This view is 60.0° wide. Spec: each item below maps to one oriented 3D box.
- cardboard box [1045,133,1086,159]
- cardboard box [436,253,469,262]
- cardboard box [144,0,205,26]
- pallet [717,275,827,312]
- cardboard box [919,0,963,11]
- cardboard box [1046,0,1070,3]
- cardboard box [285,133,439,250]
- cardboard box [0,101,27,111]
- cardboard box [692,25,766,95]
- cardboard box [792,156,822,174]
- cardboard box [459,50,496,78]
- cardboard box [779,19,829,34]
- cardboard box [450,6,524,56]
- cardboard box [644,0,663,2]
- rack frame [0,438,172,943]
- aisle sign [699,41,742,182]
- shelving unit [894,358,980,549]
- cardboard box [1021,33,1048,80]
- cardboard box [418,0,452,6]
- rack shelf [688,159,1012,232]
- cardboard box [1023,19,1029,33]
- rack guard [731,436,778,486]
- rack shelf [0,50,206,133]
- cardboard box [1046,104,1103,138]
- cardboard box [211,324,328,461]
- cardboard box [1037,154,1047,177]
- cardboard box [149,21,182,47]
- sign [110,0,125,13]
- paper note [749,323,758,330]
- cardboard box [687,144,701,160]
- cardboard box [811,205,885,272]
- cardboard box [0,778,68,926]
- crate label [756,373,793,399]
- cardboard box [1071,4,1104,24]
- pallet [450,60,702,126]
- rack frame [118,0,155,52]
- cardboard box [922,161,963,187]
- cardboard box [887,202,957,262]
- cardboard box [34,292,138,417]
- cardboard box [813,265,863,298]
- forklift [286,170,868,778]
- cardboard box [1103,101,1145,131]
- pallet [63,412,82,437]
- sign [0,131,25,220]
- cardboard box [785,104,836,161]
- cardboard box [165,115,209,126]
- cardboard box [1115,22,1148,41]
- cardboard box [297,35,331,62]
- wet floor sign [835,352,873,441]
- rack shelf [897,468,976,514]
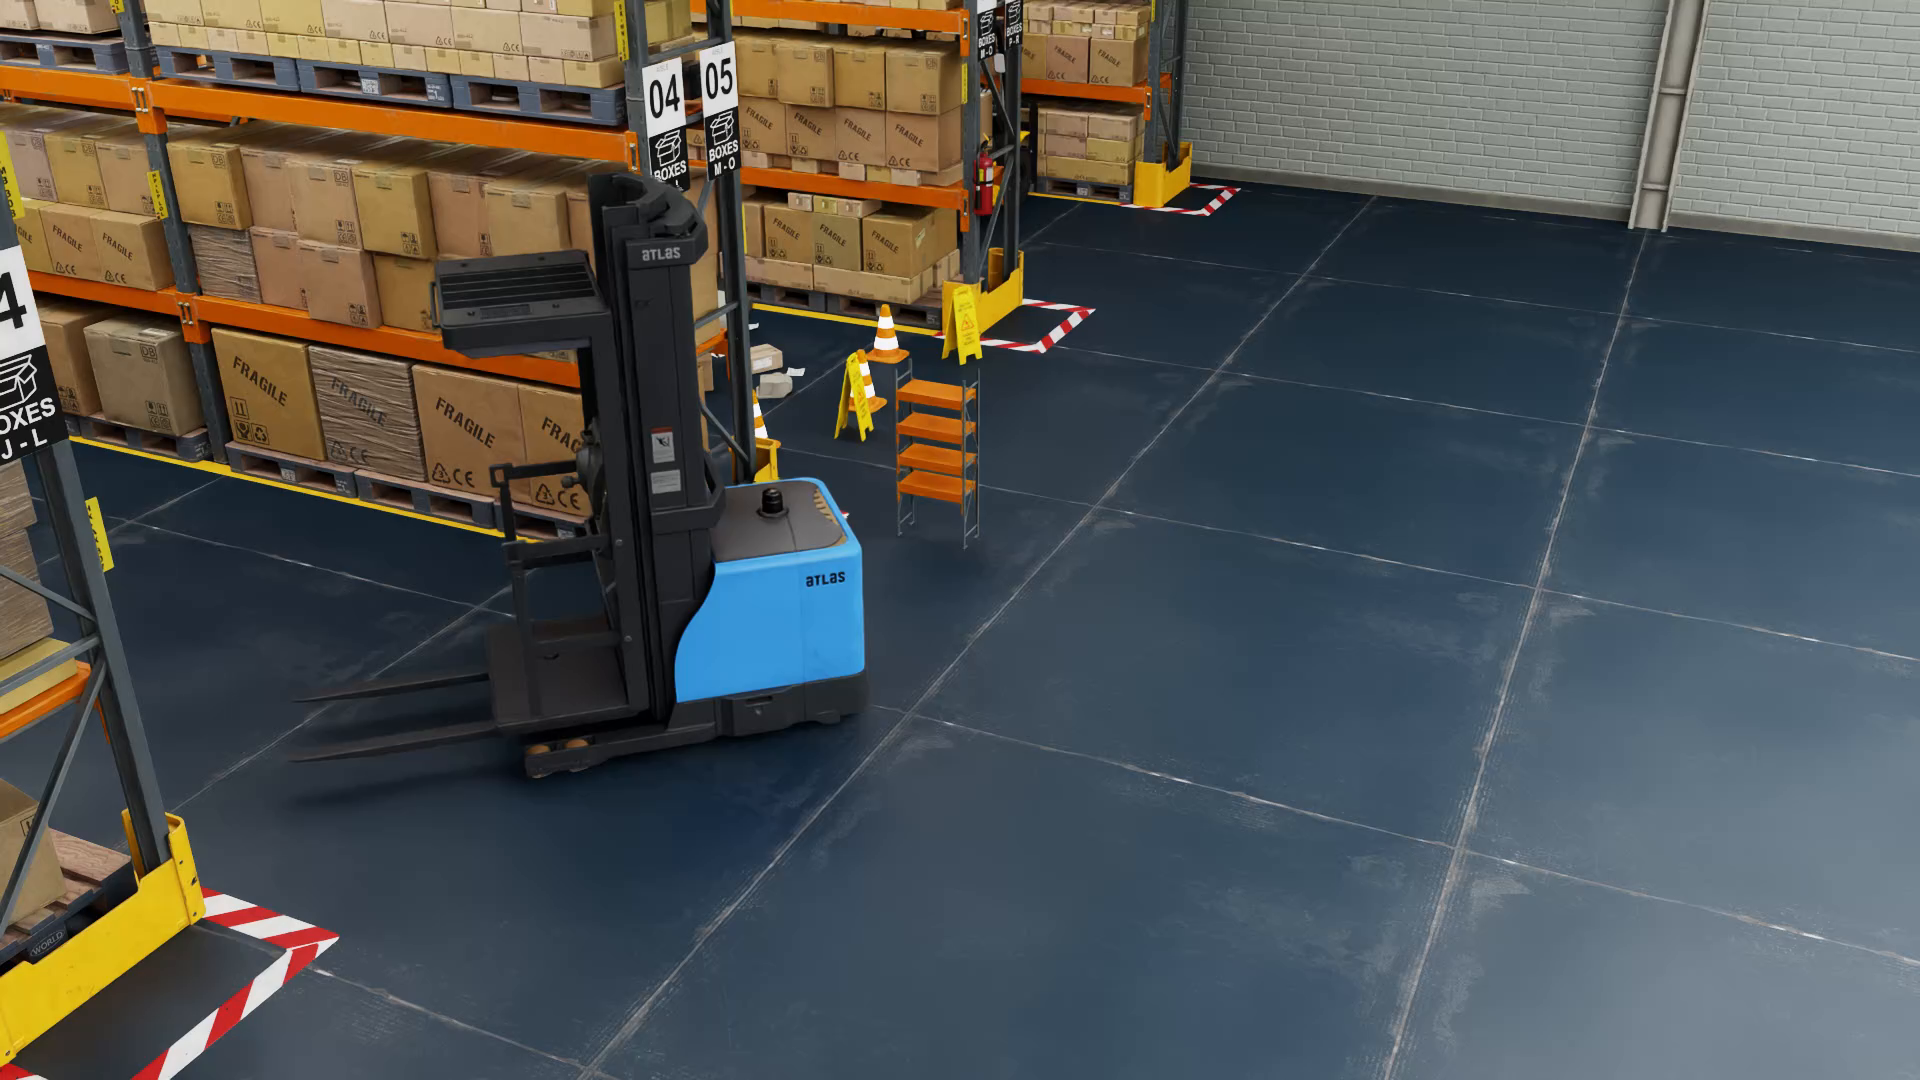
[{"bbox_3d":[1.314,-4.626,19.322,0.500,0.250,0.500,11,28,21],"label":"cardboard box"},{"bbox_3d":[-2.994,-1.744,11.227,0.550,0.550,0.875,11,28,22],"label":"cardboard box"},{"bbox_3d":[-4.982,-3.557,10.927,0.500,0.250,0.500,12,28,22],"label":"cardboard box"},{"bbox_3d":[-1.613,-2.541,16.171,1.213,0.211,1.003,11,28,22],"label":"pallet"},{"bbox_3d":[-0.153,-4.577,14.039,0.250,0.149,0.380,11,28,22],"label":"cardboard box"},{"bbox_3d":[1.182,-6.198,19.258,0.250,0.149,0.380,12,29,23],"label":"cardboard box"},{"bbox_3d":[-4.006,-2.376,11.289,0.550,0.550,0.875,11,28,22],"label":"cardboard box"},{"bbox_3d":[-7.619,-3.068,12.840,0.500,0.500,0.700,11,28,21],"label":"cardboard box"},{"bbox_3d":[-2.141,-4.377,15.162,0.500,0.500,0.700,11,28,21],"label":"cardboard box"},{"bbox_3d":[-1.335,-3.467,15.180,0.250,0.149,0.380,11,28,21],"label":"cardboard box"},{"bbox_3d":[-2.806,-2.913,10.070,0.250,0.149,0.380,12,29,22],"label":"cardboard box"},{"bbox_3d":[-1.855,-6.263,20.179,0.500,0.250,0.500,11,28,21],"label":"cardboard box"},{"bbox_3d":[-2.686,-3.097,9.992,0.500,0.250,0.500,11,28,22],"label":"cardboard box"},{"bbox_3d":[-1.842,-3.395,10.148,0.250,0.149,0.380,12,29,22],"label":"cardboard box"},{"bbox_3d":[-3.815,0.593,6.649,0.127,3.000,1.000,11,28,22],"label":"rack frame"},{"bbox_3d":[-1.481,-2.656,10.307,0.004,0.787,0.394,11,28,22],"label":"aisle sign"},{"bbox_3d":[-0.151,-0.569,11.046,0.503,1.200,0.258,11,28,22],"label":"shelving unit"},{"bbox_3d":[0.847,-5.609,19.134,0.500,0.500,0.500,11,28,21],"label":"cardboard box"},{"bbox_3d":[-3.040,-3.318,9.990,0.250,0.149,0.380,11,28,22],"label":"cardboard box"},{"bbox_3d":[-1.533,-3.434,15.644,4.000,0.370,1.077,11,28,22],"label":"rack shelf"},{"bbox_3d":[0.729,-5.899,18.988,0.250,0.149,0.380,12,28,22],"label":"cardboard box"},{"bbox_3d":[-1.648,-0.257,11.205,0.348,0.500,1.175,11,28,22],"label":"rack guard"},{"bbox_3d":[-7.131,-3.502,12.387,4.000,0.370,1.077,11,28,22],"label":"rack shelf"},{"bbox_3d":[1.323,-4.841,19.192,0.500,0.250,0.500,12,29,23],"label":"cardboard box"},{"bbox_3d":[-4.767,-1.206,12.233,0.875,0.875,0.875,12,29,23],"label":"cardboard box"},{"bbox_3d":[0.880,-4.491,19.614,0.500,0.250,0.500,12,29,22],"label":"cardboard box"},{"bbox_3d":[-5.120,-3.377,11.013,0.250,0.149,0.380,11,28,21],"label":"cardboard box"},{"bbox_3d":[-5.527,-3.613,10.854,0.005,0.325,0.100,11,28,22],"label":"sign"},{"bbox_3d":[-1.921,-1.952,15.181,0.148,0.019,0.142,2,26,4],"label":"paper note"},{"bbox_3d":[-2.483,-3.703,15.659,0.250,0.149,0.380,12,29,23],"label":"cardboard box"},{"bbox_3d":[-1.026,-2.818,15.367,0.500,0.500,0.500,12,29,24],"label":"cardboard box"},{"bbox_3d":[-4.376,1.406,7.354,0.500,0.500,0.500,17,31,31],"label":"cardboard box"},{"bbox_3d":[-1.529,-1.277,13.689,0.298,0.136,0.250,-2,26,-5],"label":"crate label"},{"bbox_3d":[1.439,-5.907,18.668,0.250,0.149,0.380,12,29,23],"label":"cardboard box"},{"bbox_3d":[-2.349,-2.820,10.286,1.213,0.211,1.003,11,28,22],"label":"pallet"},{"bbox_3d":[-5.311,-4.805,10.822,0.127,3.000,1.000,11,28,22],"label":"rack frame"},{"bbox_3d":[-0.142,-3.261,14.762,0.250,0.149,0.380,12,29,24],"label":"cardboard box"},{"bbox_3d":[-0.354,-2.945,15.625,0.500,0.500,0.500,10,28,20],"label":"cardboard box"},{"bbox_3d":[-6.790,-1.548,13.070,0.750,0.750,1.050,11,28,22],"label":"cardboard box"},{"bbox_3d":[-1.028,-2.484,15.536,0.500,0.250,0.500,11,28,22],"label":"cardboard box"},{"bbox_3d":[-2.084,-0.330,8.603,3.031,2.935,1.130,-8,27,-16],"label":"forklift"},{"bbox_3d":[1.980,-4.955,19.424,0.500,0.250,0.500,11,28,21],"label":"cardboard box"},{"bbox_3d":[-7.159,-1.196,13.440,1.213,0.211,1.003,11,28,22],"label":"pallet"},{"bbox_3d":[-3.590,-1.363,6.236,0.005,0.325,0.100,11,28,22],"label":"sign"},{"bbox_3d":[-1.229,-3.744,15.009,0.500,0.500,0.500,11,28,22],"label":"cardboard box"},{"bbox_3d":[-8.400,-4.414,18.749,0.875,0.875,0.875,12,29,22],"label":"cardboard box"},{"bbox_3d":[1.907,-5.674,18.532,0.250,0.149,0.380,12,29,23],"label":"cardboard box"},{"bbox_3d":[-3.960,-3.145,10.541,0.250,0.149,0.380,11,28,22],"label":"cardboard box"},{"bbox_3d":[-0.824,-1.117,12.788,0.232,0.644,0.267,6,27,13],"label":"wet floor sign"},{"bbox_3d":[-0.151,-0.330,11.164,0.480,0.148,0.258,11,28,22],"label":"rack shelf"}]
